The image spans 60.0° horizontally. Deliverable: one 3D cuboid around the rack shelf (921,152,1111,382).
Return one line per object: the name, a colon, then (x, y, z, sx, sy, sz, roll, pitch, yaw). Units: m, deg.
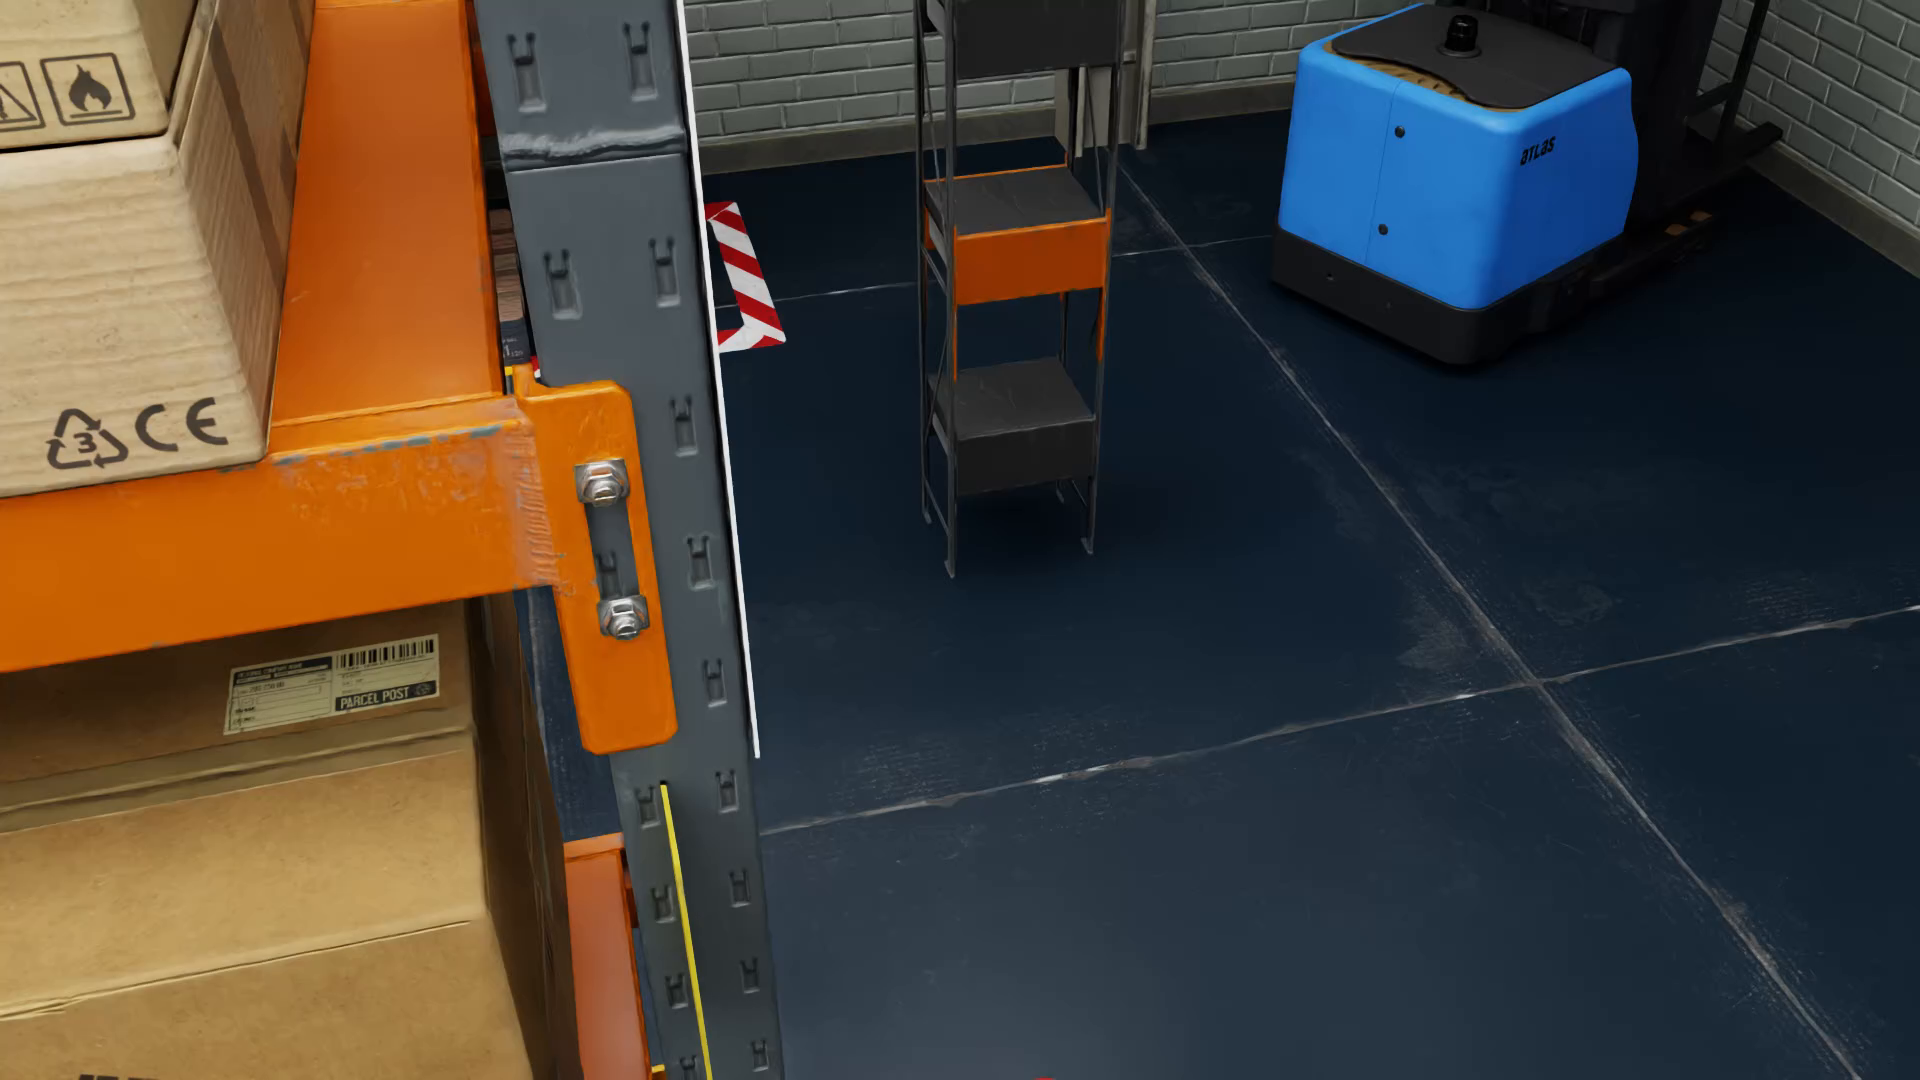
rack shelf: (0.160, -0.849, 5.155, 0.480, 0.518, 0.431, -9, 38, -12)

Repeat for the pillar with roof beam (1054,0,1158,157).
pillar with roof beam: (1.826, -3.062, 2.346, 0.400, 9.000, 9.100, -9, 38, -12)

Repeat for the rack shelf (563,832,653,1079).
rack shelf: (-2.313, 1.238, 2.254, 4.000, 0.370, 1.077, -9, 38, -12)

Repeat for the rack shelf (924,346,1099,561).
rack shelf: (0.160, -0.293, 5.580, 0.480, 0.518, 0.431, -9, 38, -12)

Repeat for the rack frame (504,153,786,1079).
rack frame: (-0.383, 0.636, 2.450, 0.127, 3.000, 1.000, -9, 38, -12)

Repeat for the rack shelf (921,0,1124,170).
rack shelf: (0.160, -1.405, 4.729, 0.480, 0.518, 0.431, -9, 38, -12)

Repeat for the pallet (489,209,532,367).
pallet: (-2.429, -0.989, 6.869, 1.213, 0.211, 1.003, -9, 38, -12)

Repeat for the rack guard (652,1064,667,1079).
rack guard: (-0.456, 1.641, 3.194, 0.348, 0.500, 1.175, -9, 38, -12)

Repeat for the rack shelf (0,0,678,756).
rack shelf: (-2.313, 0.047, 1.343, 4.000, 0.370, 1.077, -9, 38, -12)

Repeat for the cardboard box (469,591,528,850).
cardboard box: (-0.880, 0.115, 2.226, 0.500, 0.500, 0.500, -8, 38, -11)

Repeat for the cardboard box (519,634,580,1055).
cardboard box: (-0.880, 0.512, 2.530, 0.500, 0.500, 0.500, -9, 38, -11)

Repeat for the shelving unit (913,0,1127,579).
shelving unit: (0.160, -0.860, 5.146, 0.503, 2.100, 0.431, -9, 38, -12)

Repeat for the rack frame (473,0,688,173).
rack frame: (-0.383, -1.747, 0.627, 0.127, 3.000, 1.000, -9, 38, -12)

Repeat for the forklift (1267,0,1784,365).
forklift: (2.763, -2.609, 6.748, 3.031, 2.935, 1.130, -28, 45, -31)

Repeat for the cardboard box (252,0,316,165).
cardboard box: (-0.945, -0.564, 1.673, 0.500, 0.250, 0.500, -9, 38, -12)

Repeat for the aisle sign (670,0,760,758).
aisle sign: (-0.237, -0.228, 1.439, 0.004, 0.787, 0.394, -9, 38, -12)

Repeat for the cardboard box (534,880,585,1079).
cardboard box: (-0.744, 0.827, 2.118, 0.500, 0.500, 0.500, -8, 38, -11)

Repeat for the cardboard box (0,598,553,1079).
cardboard box: (-0.741, 0.431, 1.813, 0.500, 0.500, 0.500, -10, 38, -12)

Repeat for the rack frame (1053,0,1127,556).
rack frame: (0.395, -0.899, 5.197, 0.015, 2.100, 0.400, -9, 38, -12)

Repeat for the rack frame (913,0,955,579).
rack frame: (-0.076, -0.822, 5.096, 0.015, 2.100, 0.400, -9, 38, -12)

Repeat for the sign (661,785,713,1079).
sign: (-0.257, 0.379, 1.573, 0.005, 0.325, 0.100, -9, 38, -12)

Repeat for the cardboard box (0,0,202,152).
cardboard box: (-0.812, -0.464, 1.130, 0.500, 0.250, 0.500, -9, 38, -12)

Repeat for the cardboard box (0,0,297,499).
cardboard box: (-0.810, -0.260, 1.276, 0.500, 0.250, 0.500, -9, 38, -12)
